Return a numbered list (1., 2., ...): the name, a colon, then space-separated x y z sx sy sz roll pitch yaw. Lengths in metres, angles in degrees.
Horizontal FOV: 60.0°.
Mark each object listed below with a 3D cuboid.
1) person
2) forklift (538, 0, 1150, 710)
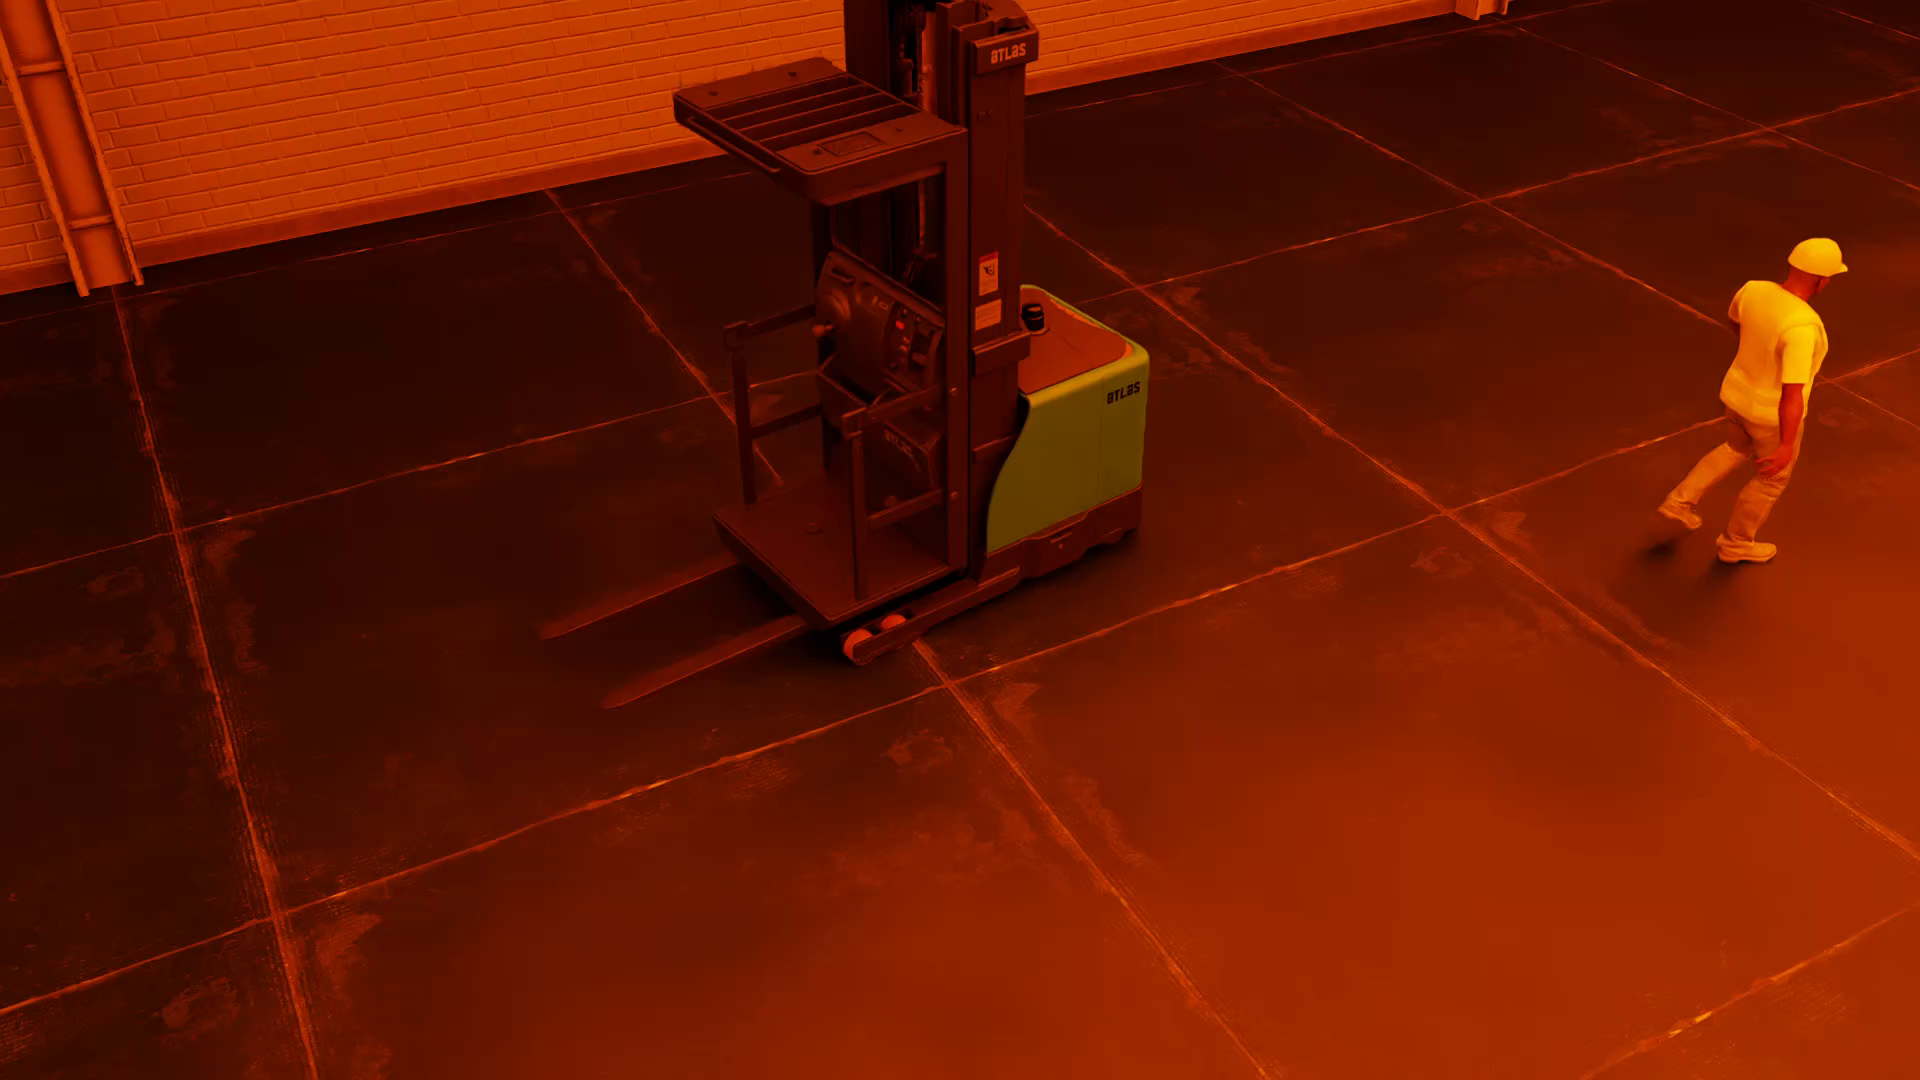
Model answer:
1. person: 3.893 -0.661 8.085 0.583 1.747 0.829 -8 36 -11
2. forklift: -0.538 -0.955 7.474 3.031 2.935 1.130 -23 41 -29
